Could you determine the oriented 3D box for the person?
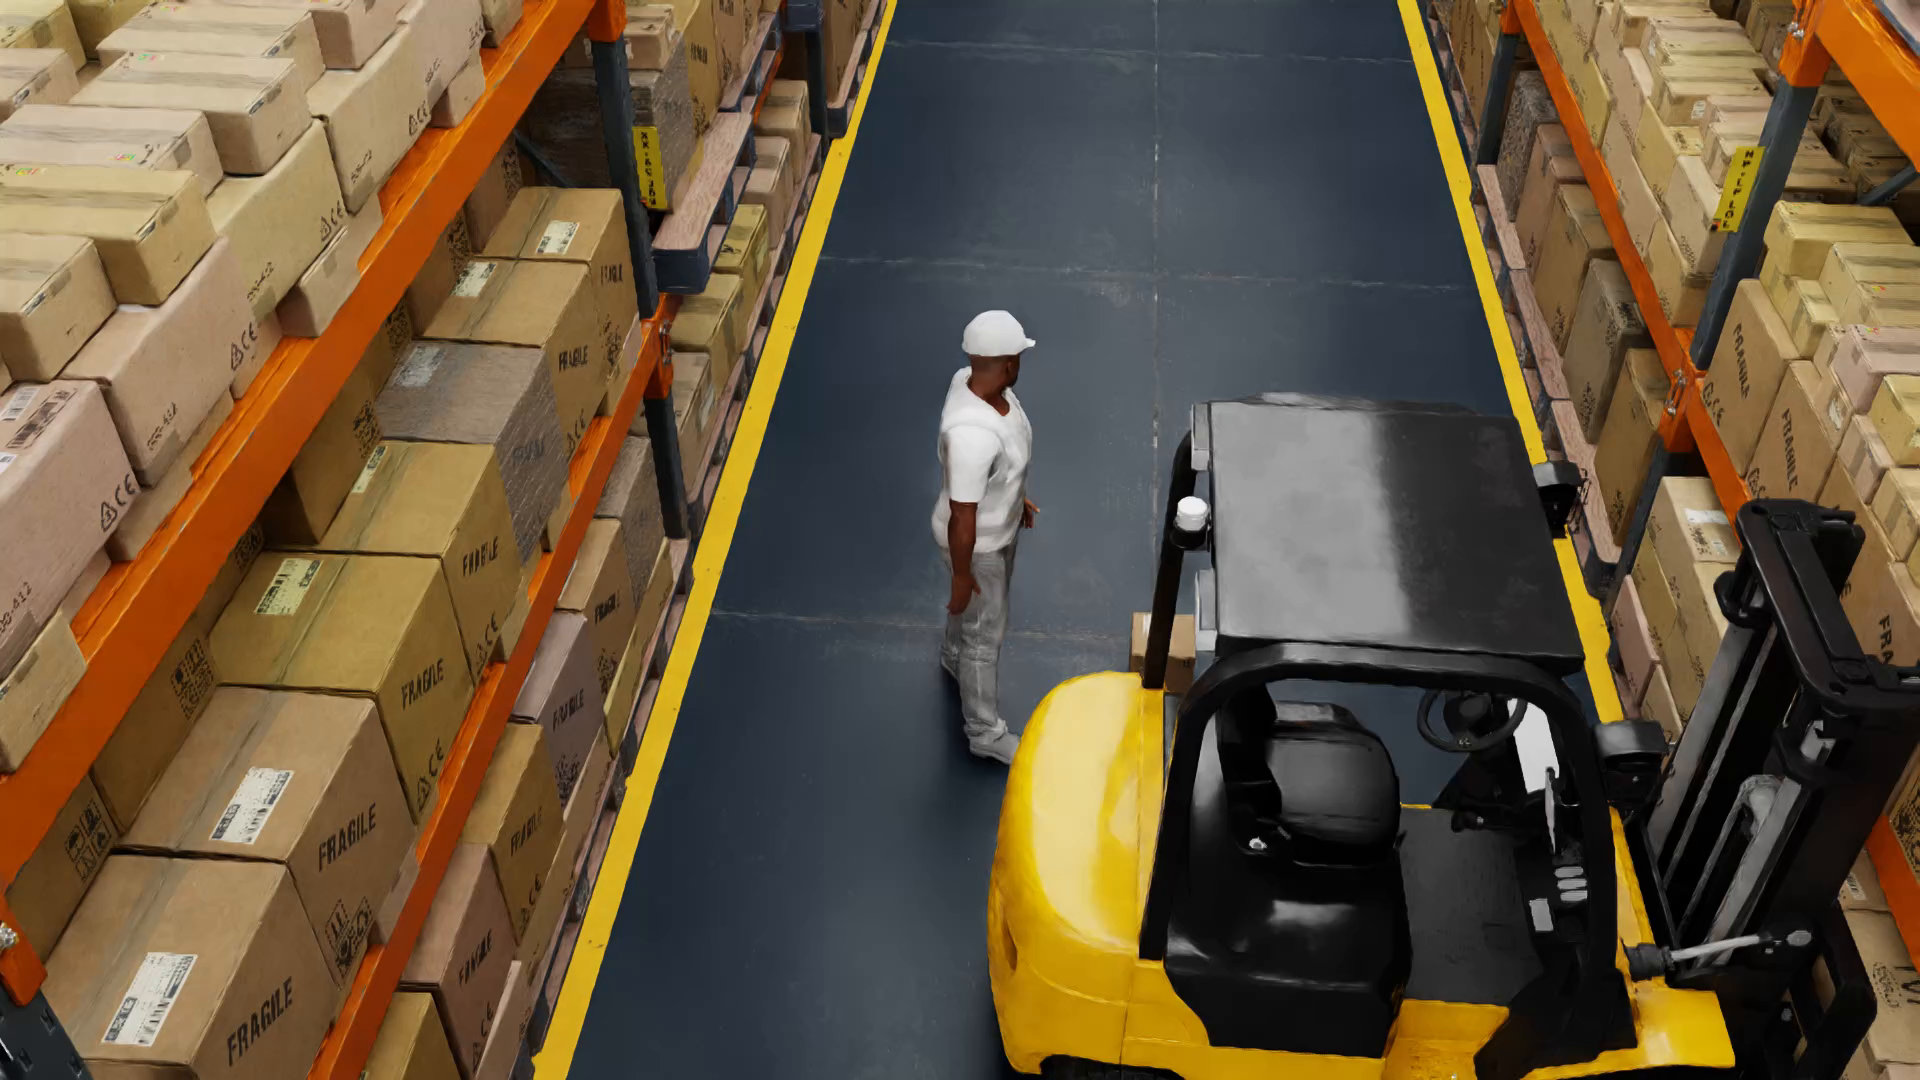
[{"bbox_3d":[0.139,-0.011,6.170,0.555,1.768,0.683,10,41,12],"label":"person"}]
